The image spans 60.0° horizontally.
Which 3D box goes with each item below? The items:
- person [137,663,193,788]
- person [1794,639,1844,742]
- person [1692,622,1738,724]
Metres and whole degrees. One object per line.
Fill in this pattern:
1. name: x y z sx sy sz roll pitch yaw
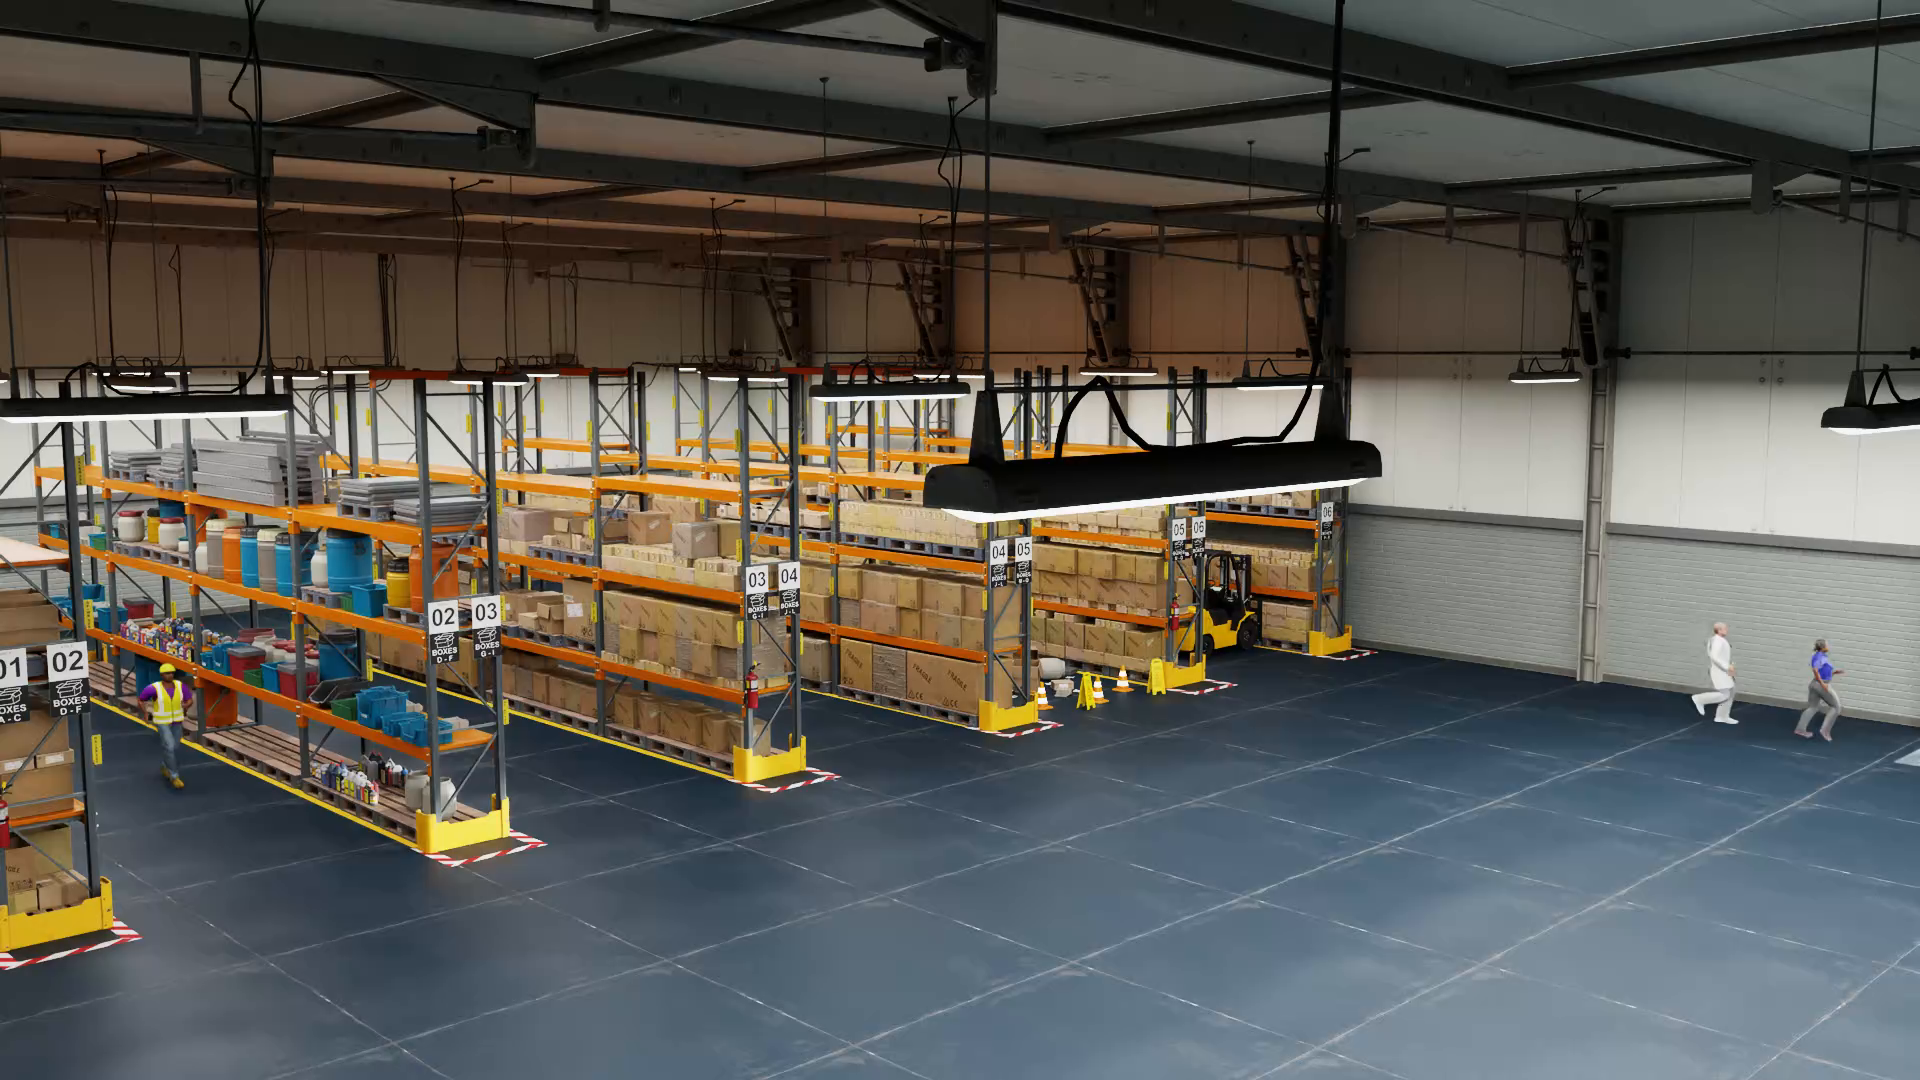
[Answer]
1. person: -11.563 2.679 24.351 0.870 1.766 0.704 5 8 39
2. person: 14.053 2.460 27.127 0.712 1.700 0.541 0 6 -1
3. person: 12.949 2.267 28.450 0.756 1.743 0.711 3 7 22
